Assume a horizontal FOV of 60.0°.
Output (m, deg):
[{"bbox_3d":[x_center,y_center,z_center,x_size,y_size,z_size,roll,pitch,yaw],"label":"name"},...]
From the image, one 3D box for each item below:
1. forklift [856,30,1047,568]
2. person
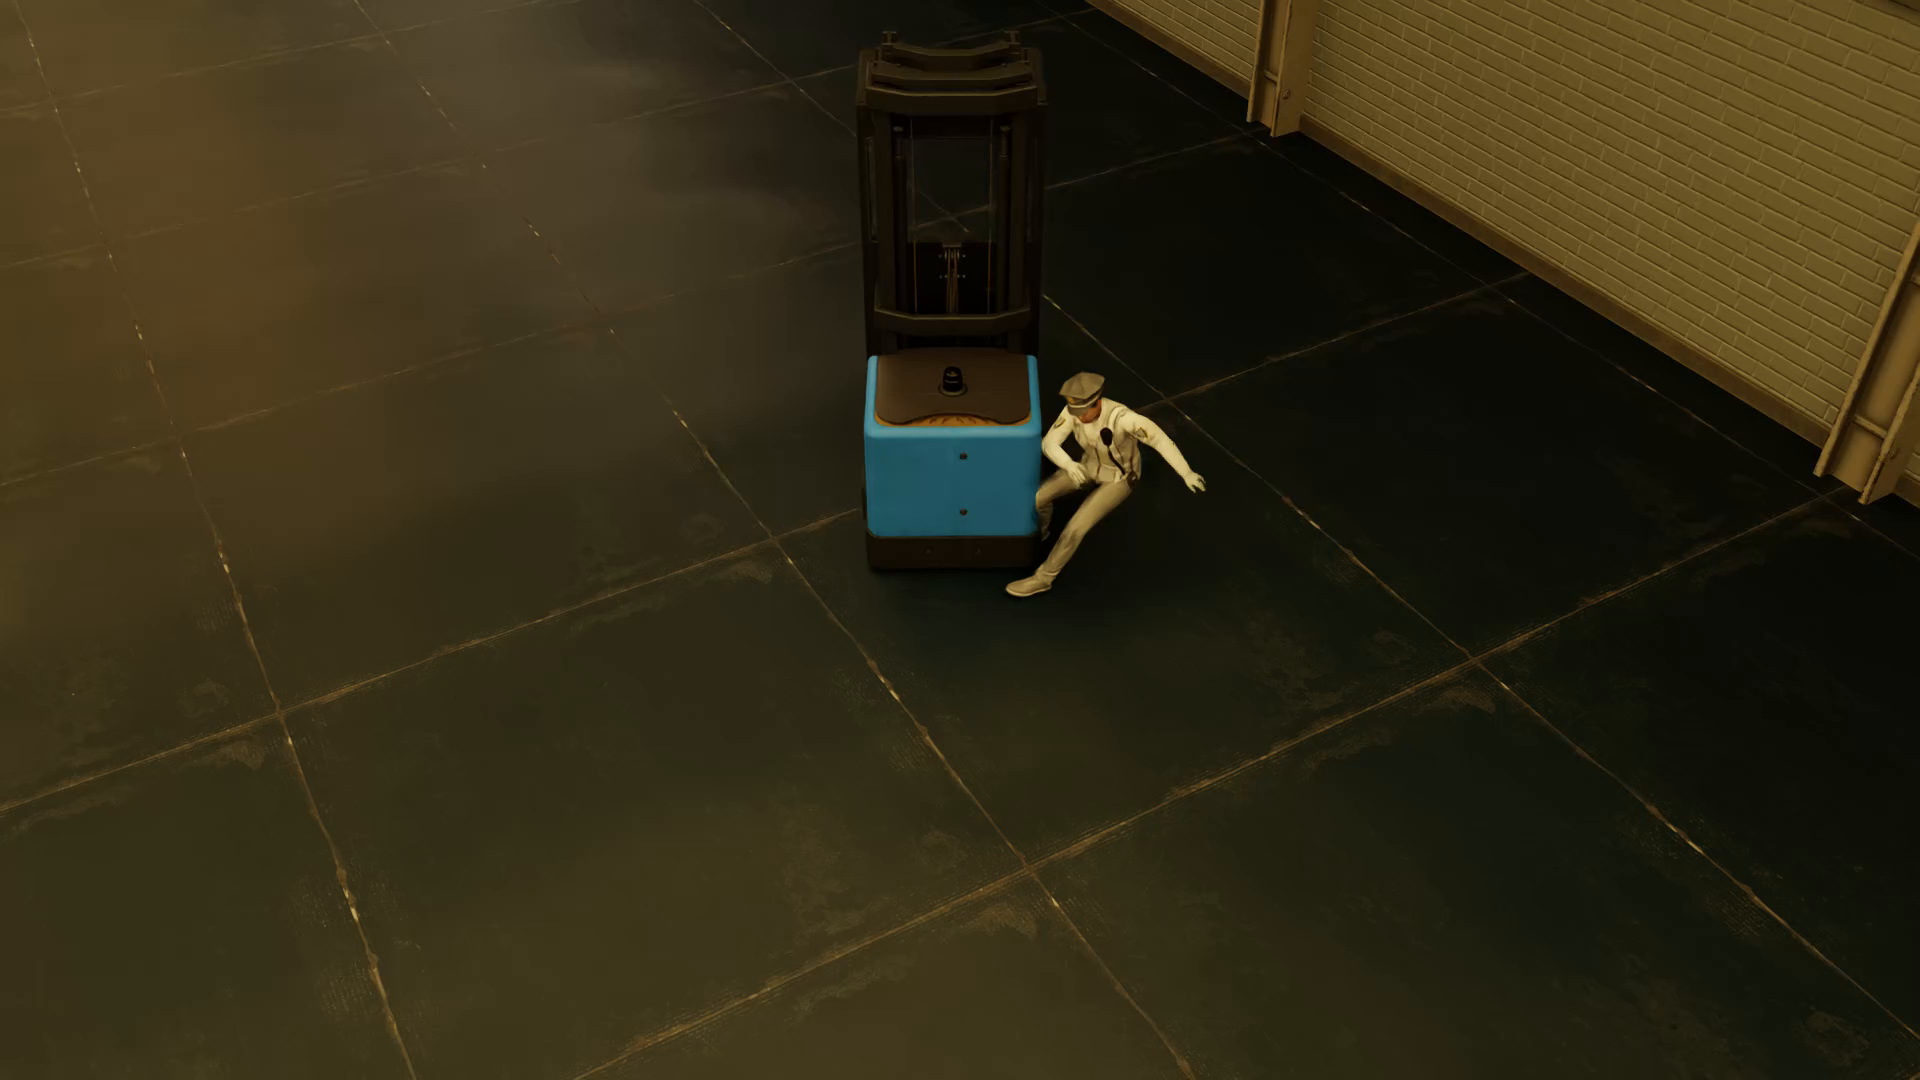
[{"bbox_3d":[-0.051,-1.870,10.290,1.130,2.935,3.031,0,40,0],"label":"forklift"},{"bbox_3d":[0.767,-0.293,9.606,0.995,1.349,0.896,29,48,30],"label":"person"}]
